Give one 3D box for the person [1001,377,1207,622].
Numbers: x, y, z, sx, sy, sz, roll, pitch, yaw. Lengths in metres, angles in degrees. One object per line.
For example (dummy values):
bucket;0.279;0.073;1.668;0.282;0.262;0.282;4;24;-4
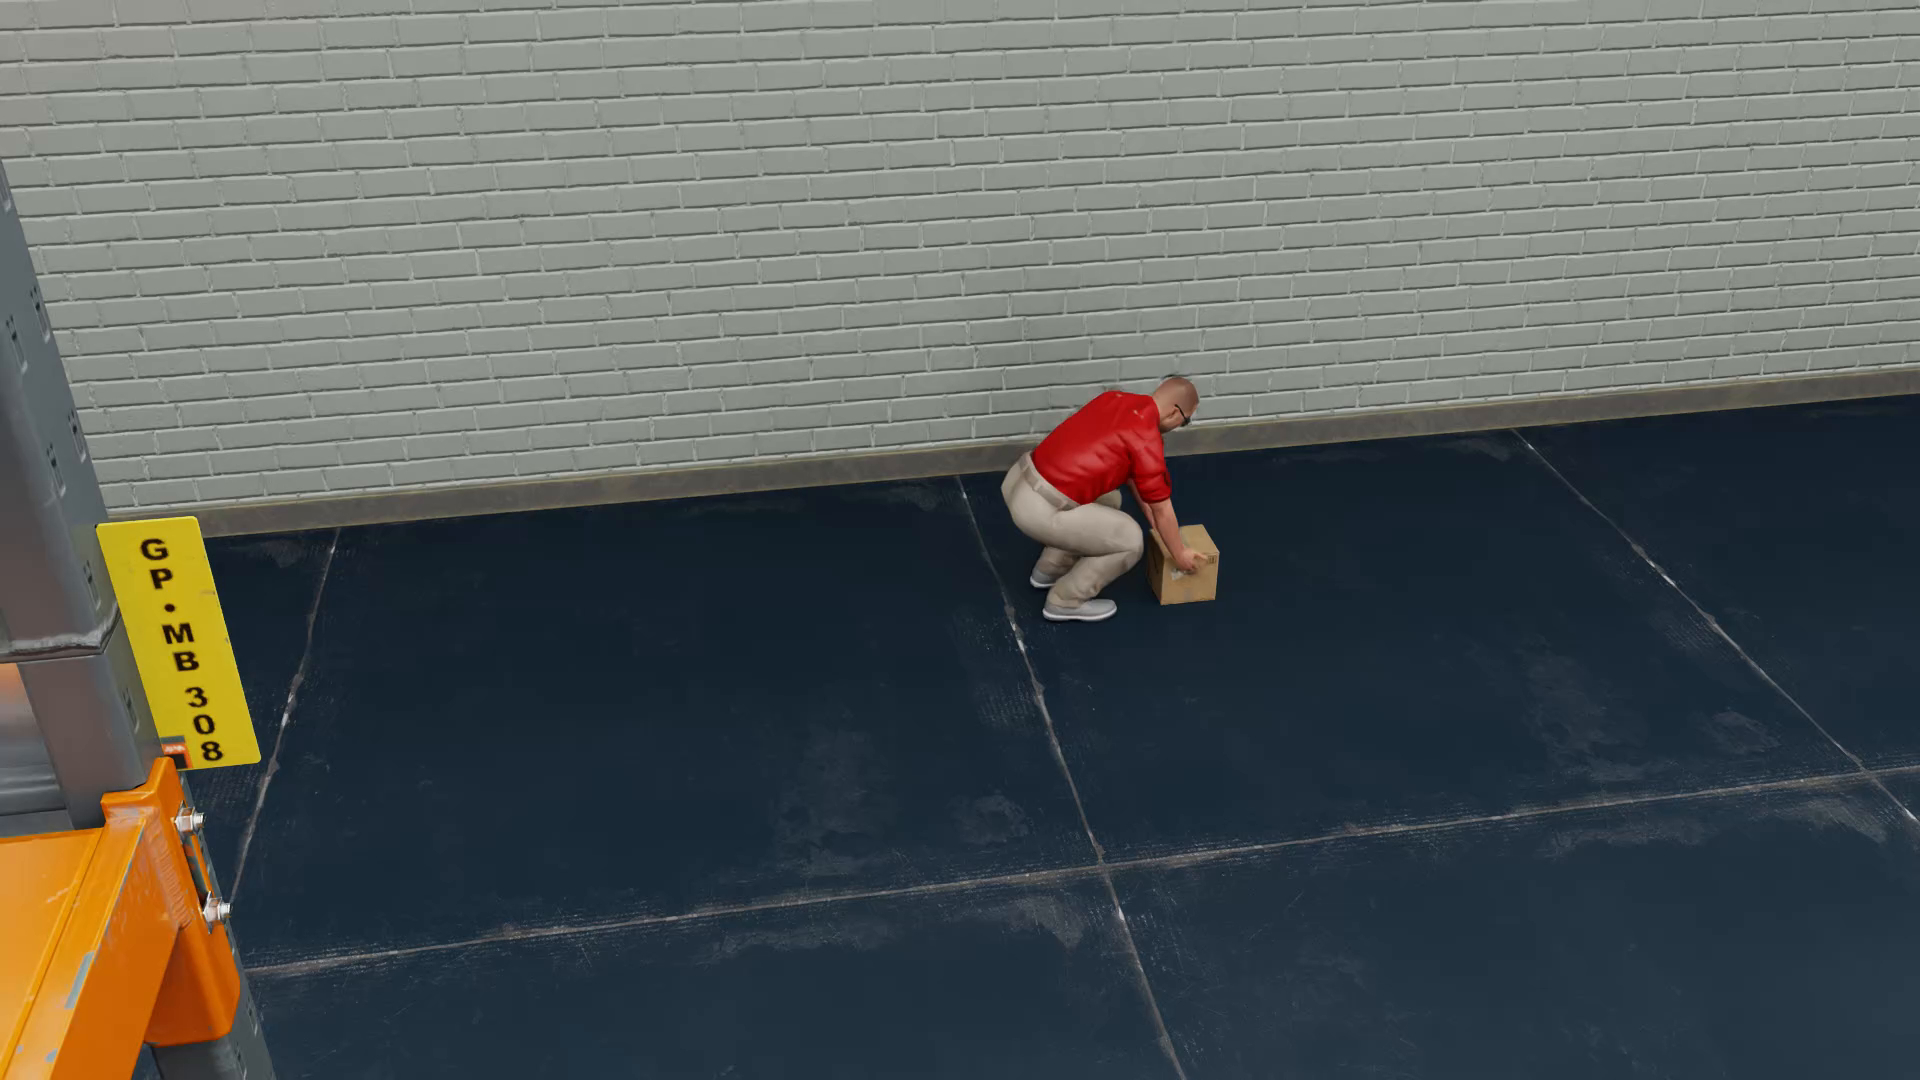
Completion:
person;0.610;-0.195;7.199;0.867;1.002;0.569;-5;31;-9
